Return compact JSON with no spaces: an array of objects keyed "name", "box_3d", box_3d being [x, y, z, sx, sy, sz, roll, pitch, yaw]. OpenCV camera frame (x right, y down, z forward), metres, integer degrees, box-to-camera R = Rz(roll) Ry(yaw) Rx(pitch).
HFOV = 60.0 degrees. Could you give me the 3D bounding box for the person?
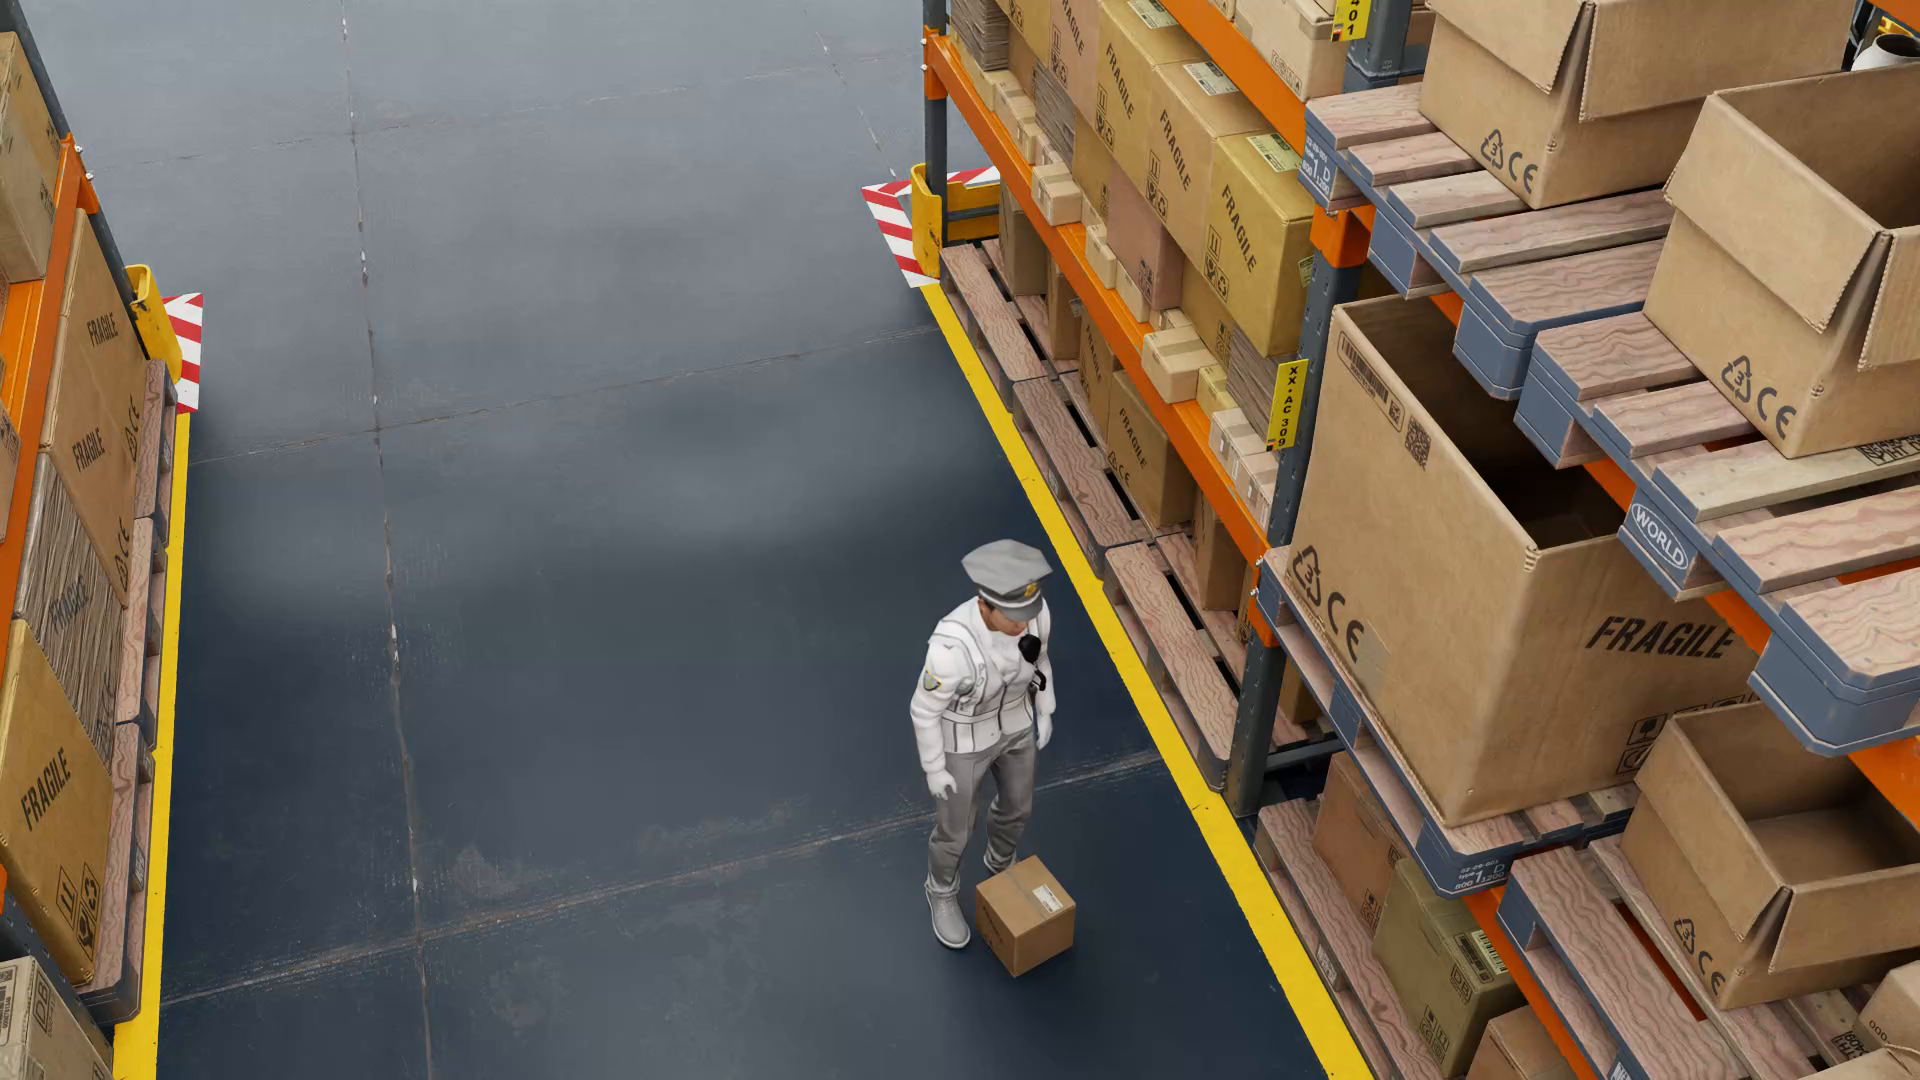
[{"name":"person","box_3d":[0.092,0.648,5.451,0.523,1.663,0.372,-24,48,-24]}]
